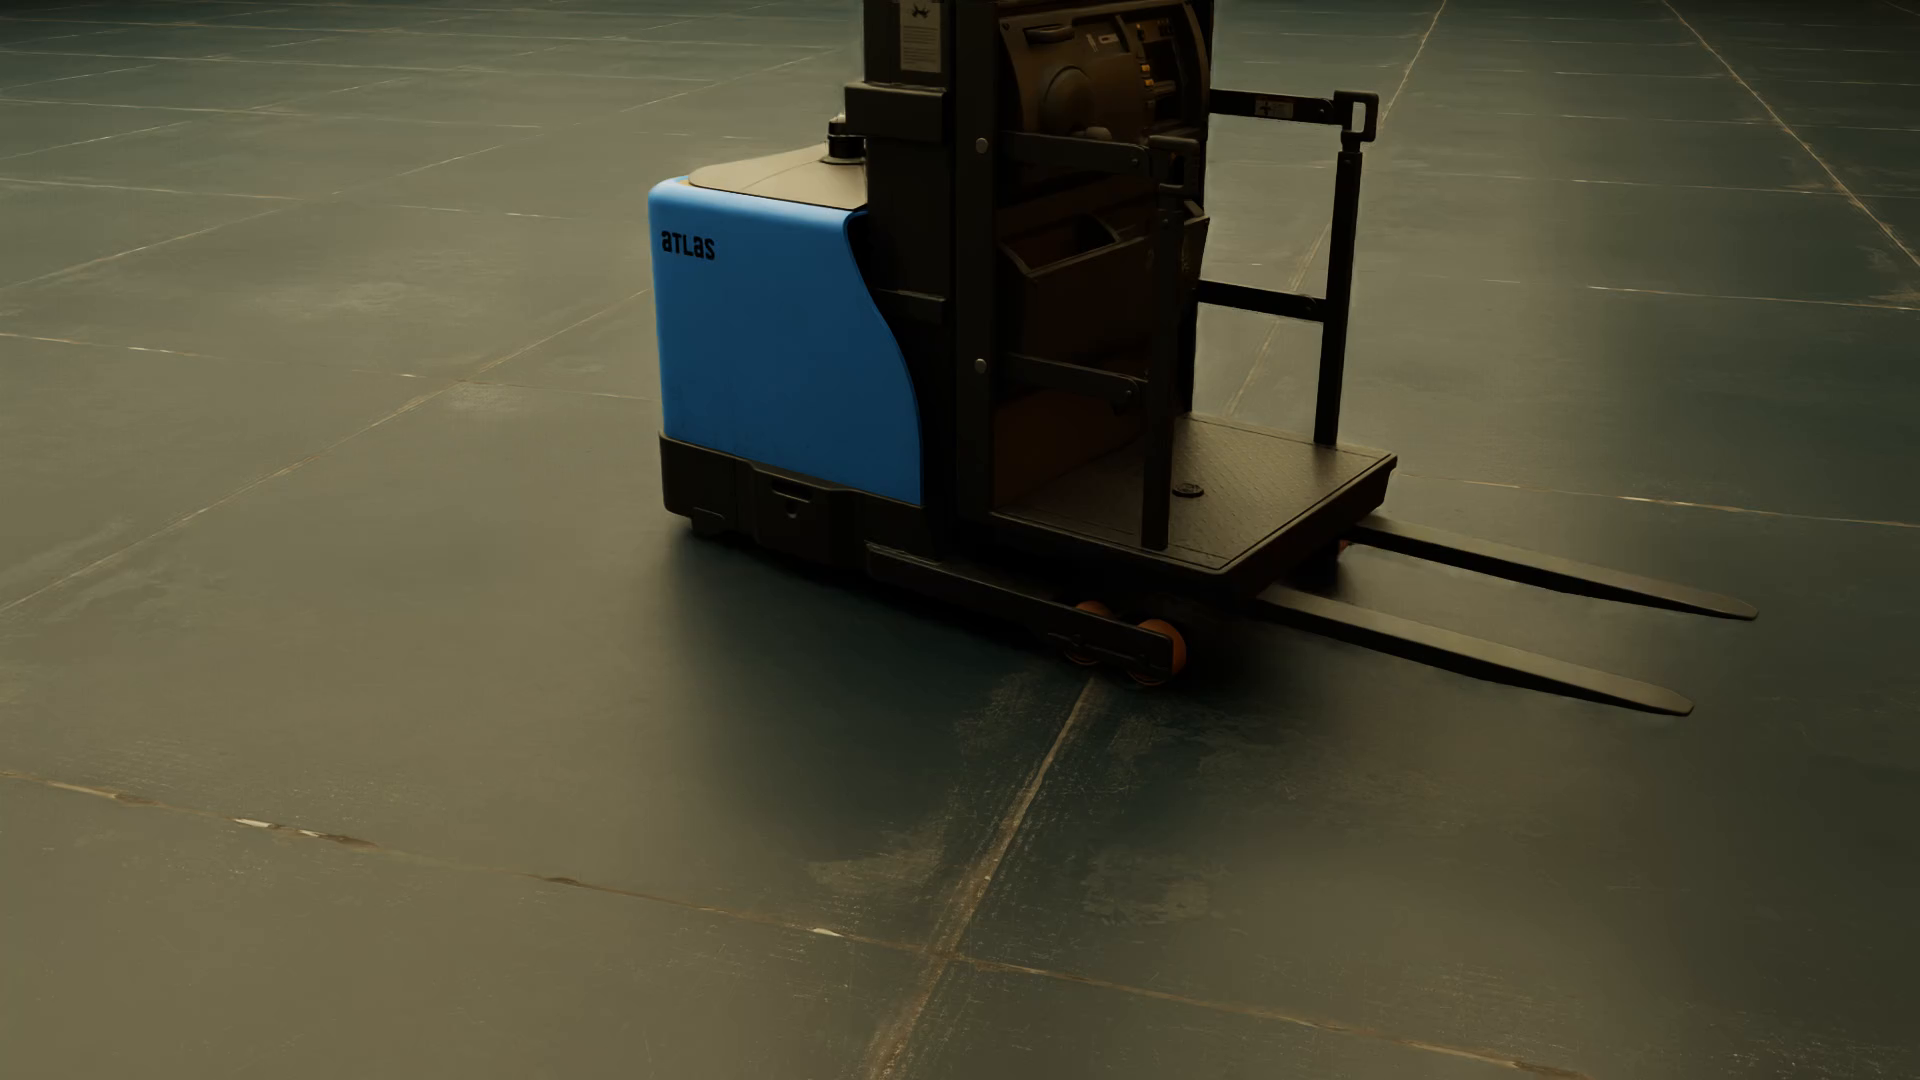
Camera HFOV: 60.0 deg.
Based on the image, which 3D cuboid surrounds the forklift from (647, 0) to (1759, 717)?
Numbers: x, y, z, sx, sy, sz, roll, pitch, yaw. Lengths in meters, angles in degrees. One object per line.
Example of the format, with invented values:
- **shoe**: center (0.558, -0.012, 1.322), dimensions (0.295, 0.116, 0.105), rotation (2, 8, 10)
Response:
- **forklift**: center (0.561, -1.214, 4.220), dimensions (3.031, 2.935, 1.130), rotation (16, 27, 33)
